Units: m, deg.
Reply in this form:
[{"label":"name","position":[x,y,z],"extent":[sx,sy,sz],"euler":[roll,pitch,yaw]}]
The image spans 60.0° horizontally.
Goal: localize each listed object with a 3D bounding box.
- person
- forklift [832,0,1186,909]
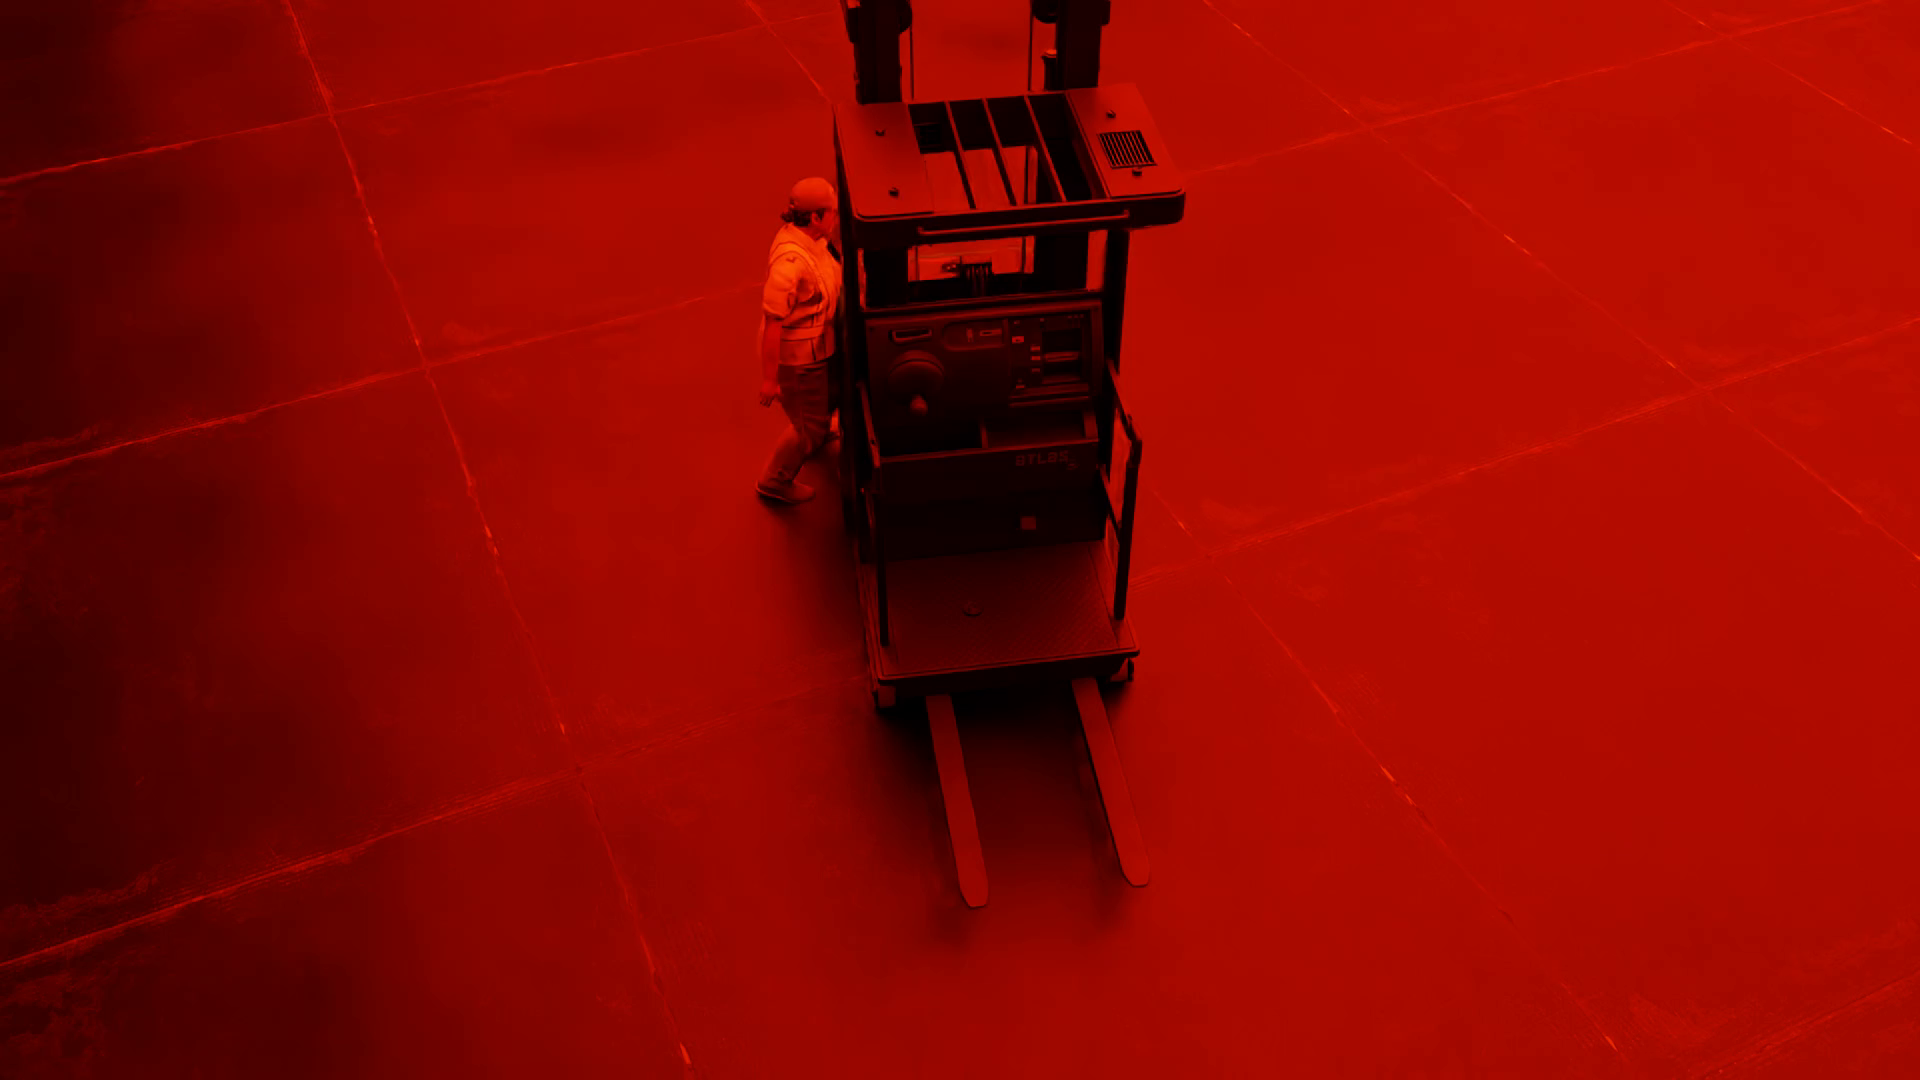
[{"label":"person","position":[-0.722,-0.905,7.636],"extent":[0.482,1.630,0.836],"euler":[6,43,7]},{"label":"forklift","position":[0.134,-0.622,6.346],"extent":[1.130,2.935,3.031],"euler":[-6,43,-6]}]
